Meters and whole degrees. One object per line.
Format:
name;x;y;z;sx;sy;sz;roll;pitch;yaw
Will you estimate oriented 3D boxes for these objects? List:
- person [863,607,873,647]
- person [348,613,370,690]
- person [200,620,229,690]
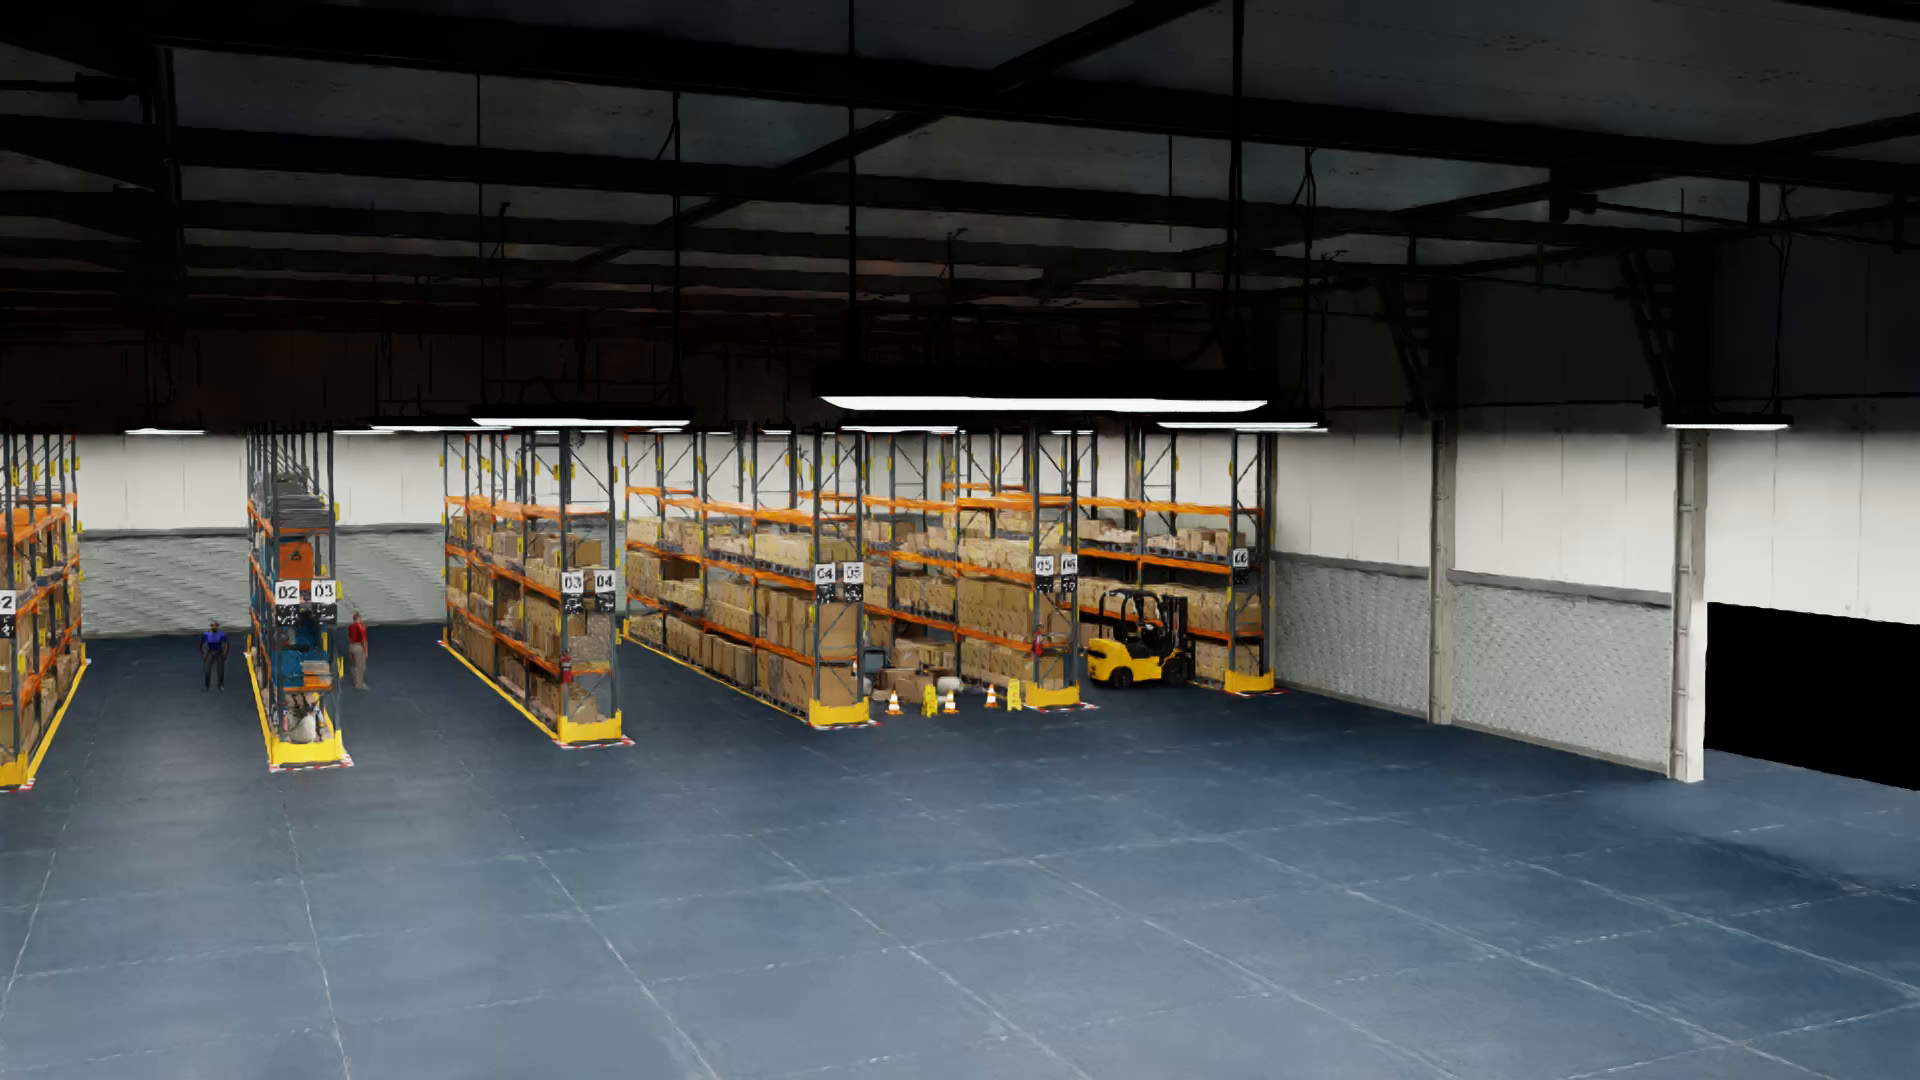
person;-2.293;2.412;40.017;0.522;1.591;0.523;0;4;4
person;-13.557;2.497;37.577;0.585;1.733;0.457;2;4;34
person;-16.789;2.588;37.448;0.592;1.604;0.518;-2;4;-26
